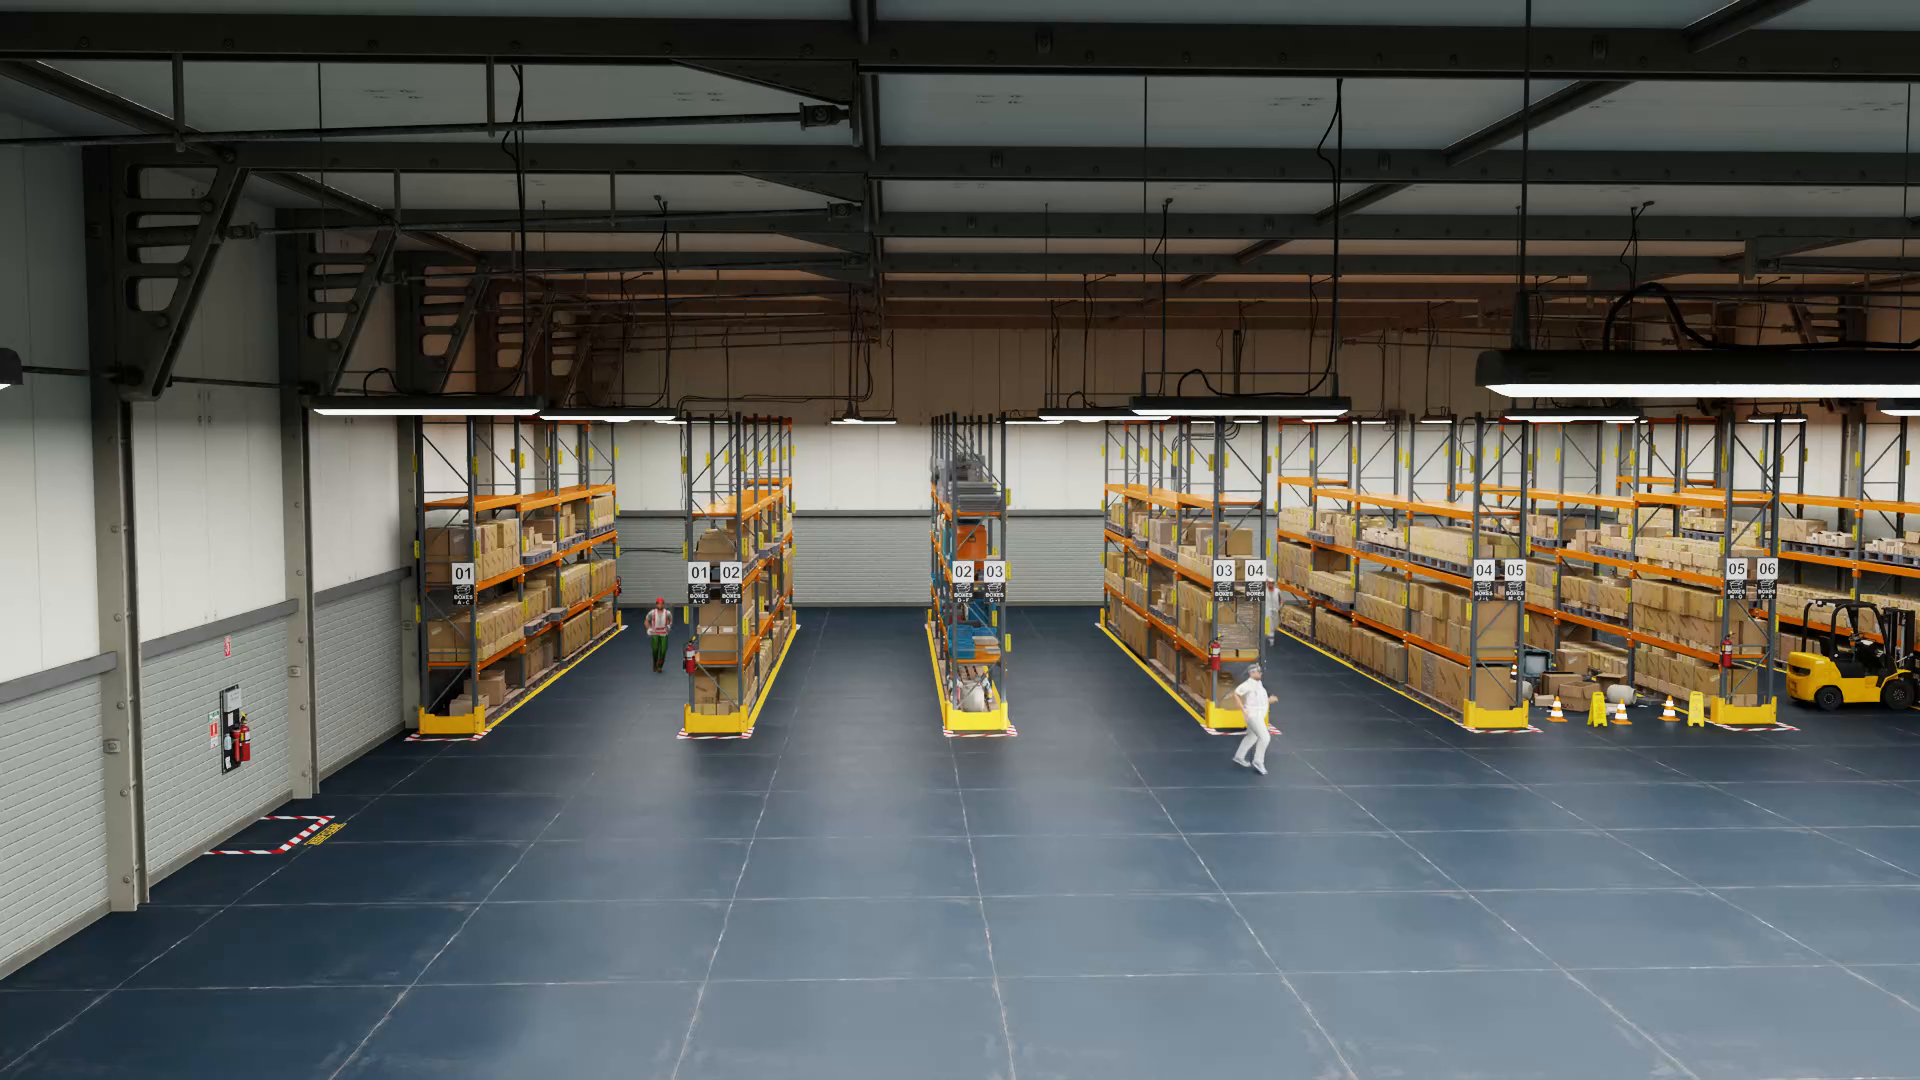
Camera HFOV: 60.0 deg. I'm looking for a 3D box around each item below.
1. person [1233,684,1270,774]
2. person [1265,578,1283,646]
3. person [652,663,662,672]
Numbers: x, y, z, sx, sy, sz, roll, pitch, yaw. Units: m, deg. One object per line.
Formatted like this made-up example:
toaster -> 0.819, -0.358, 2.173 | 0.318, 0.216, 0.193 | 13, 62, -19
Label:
person -> 4.870, 3.145, 27.713 | 0.686, 1.485, 0.445 | 2, 4, 26
person -> 8.176, 1.881, 43.684 | 0.619, 1.768, 0.722 | 0, 4, 1
person -> -7.047, 2.899, 38.712 | 0.242, 0.343, 0.302 | -1, 4, -15
